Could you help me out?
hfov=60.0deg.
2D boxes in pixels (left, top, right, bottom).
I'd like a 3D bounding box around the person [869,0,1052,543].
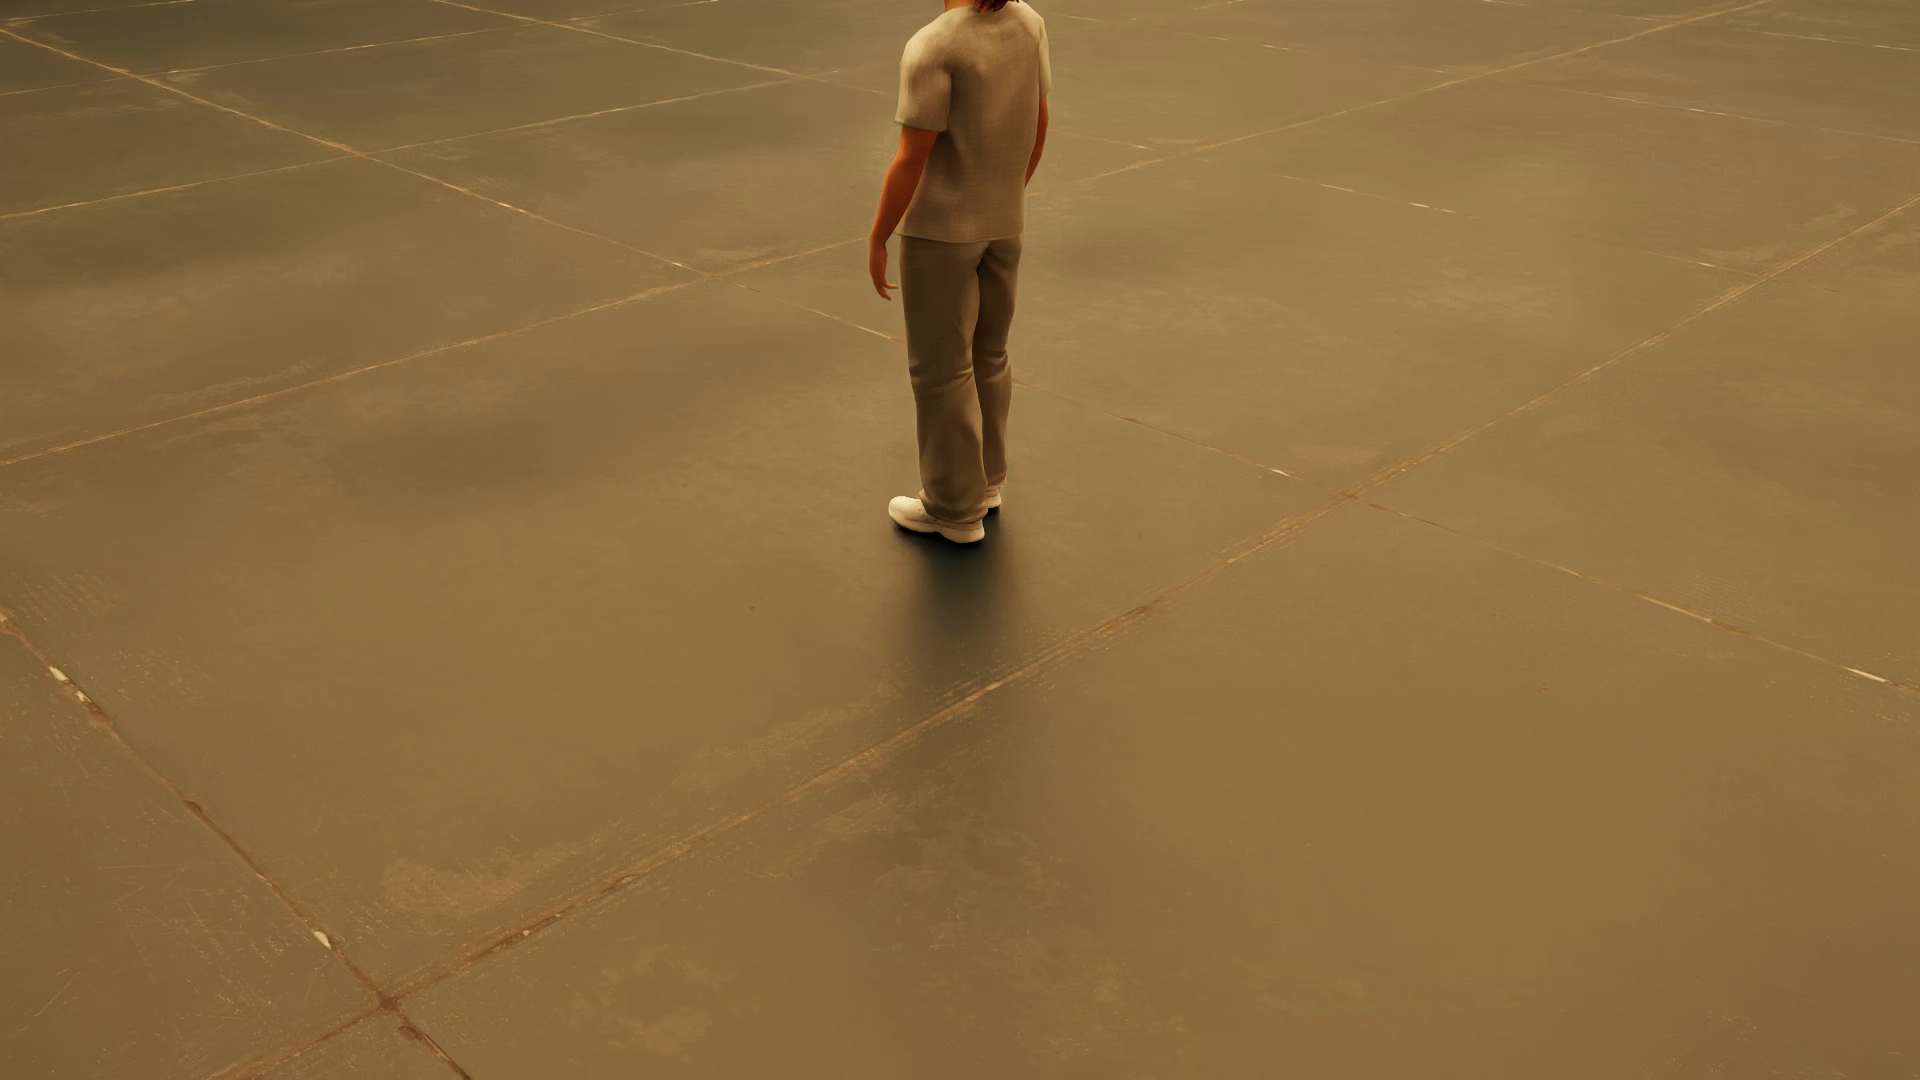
[{"bbox_3d":[-0.043,-0.786,4.226,0.549,1.673,0.548,-24,35,-39],"label":"person"}]
